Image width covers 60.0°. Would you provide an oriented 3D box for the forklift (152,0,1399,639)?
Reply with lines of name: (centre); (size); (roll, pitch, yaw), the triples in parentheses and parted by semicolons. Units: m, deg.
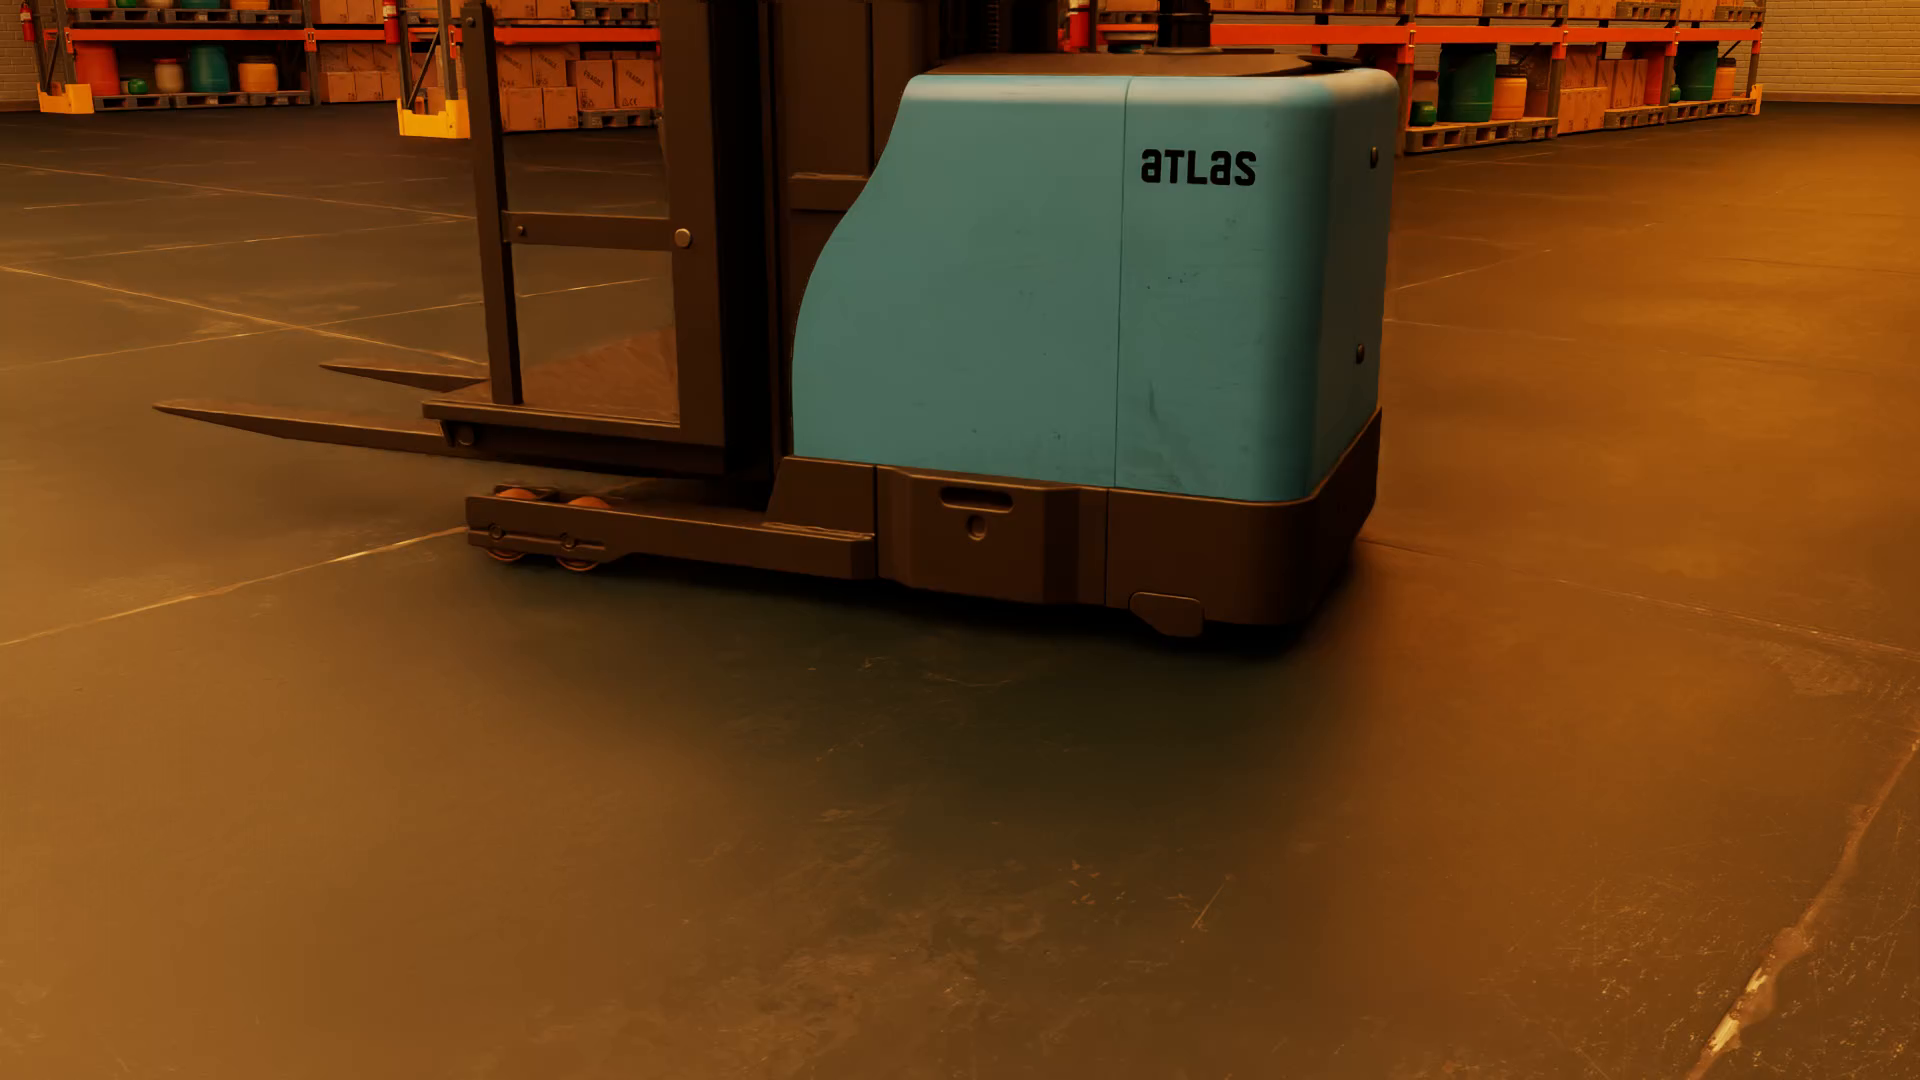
forklift: (-0.576, -1.465, 3.723); (3.031, 2.935, 1.130); (7, 18, 21)
